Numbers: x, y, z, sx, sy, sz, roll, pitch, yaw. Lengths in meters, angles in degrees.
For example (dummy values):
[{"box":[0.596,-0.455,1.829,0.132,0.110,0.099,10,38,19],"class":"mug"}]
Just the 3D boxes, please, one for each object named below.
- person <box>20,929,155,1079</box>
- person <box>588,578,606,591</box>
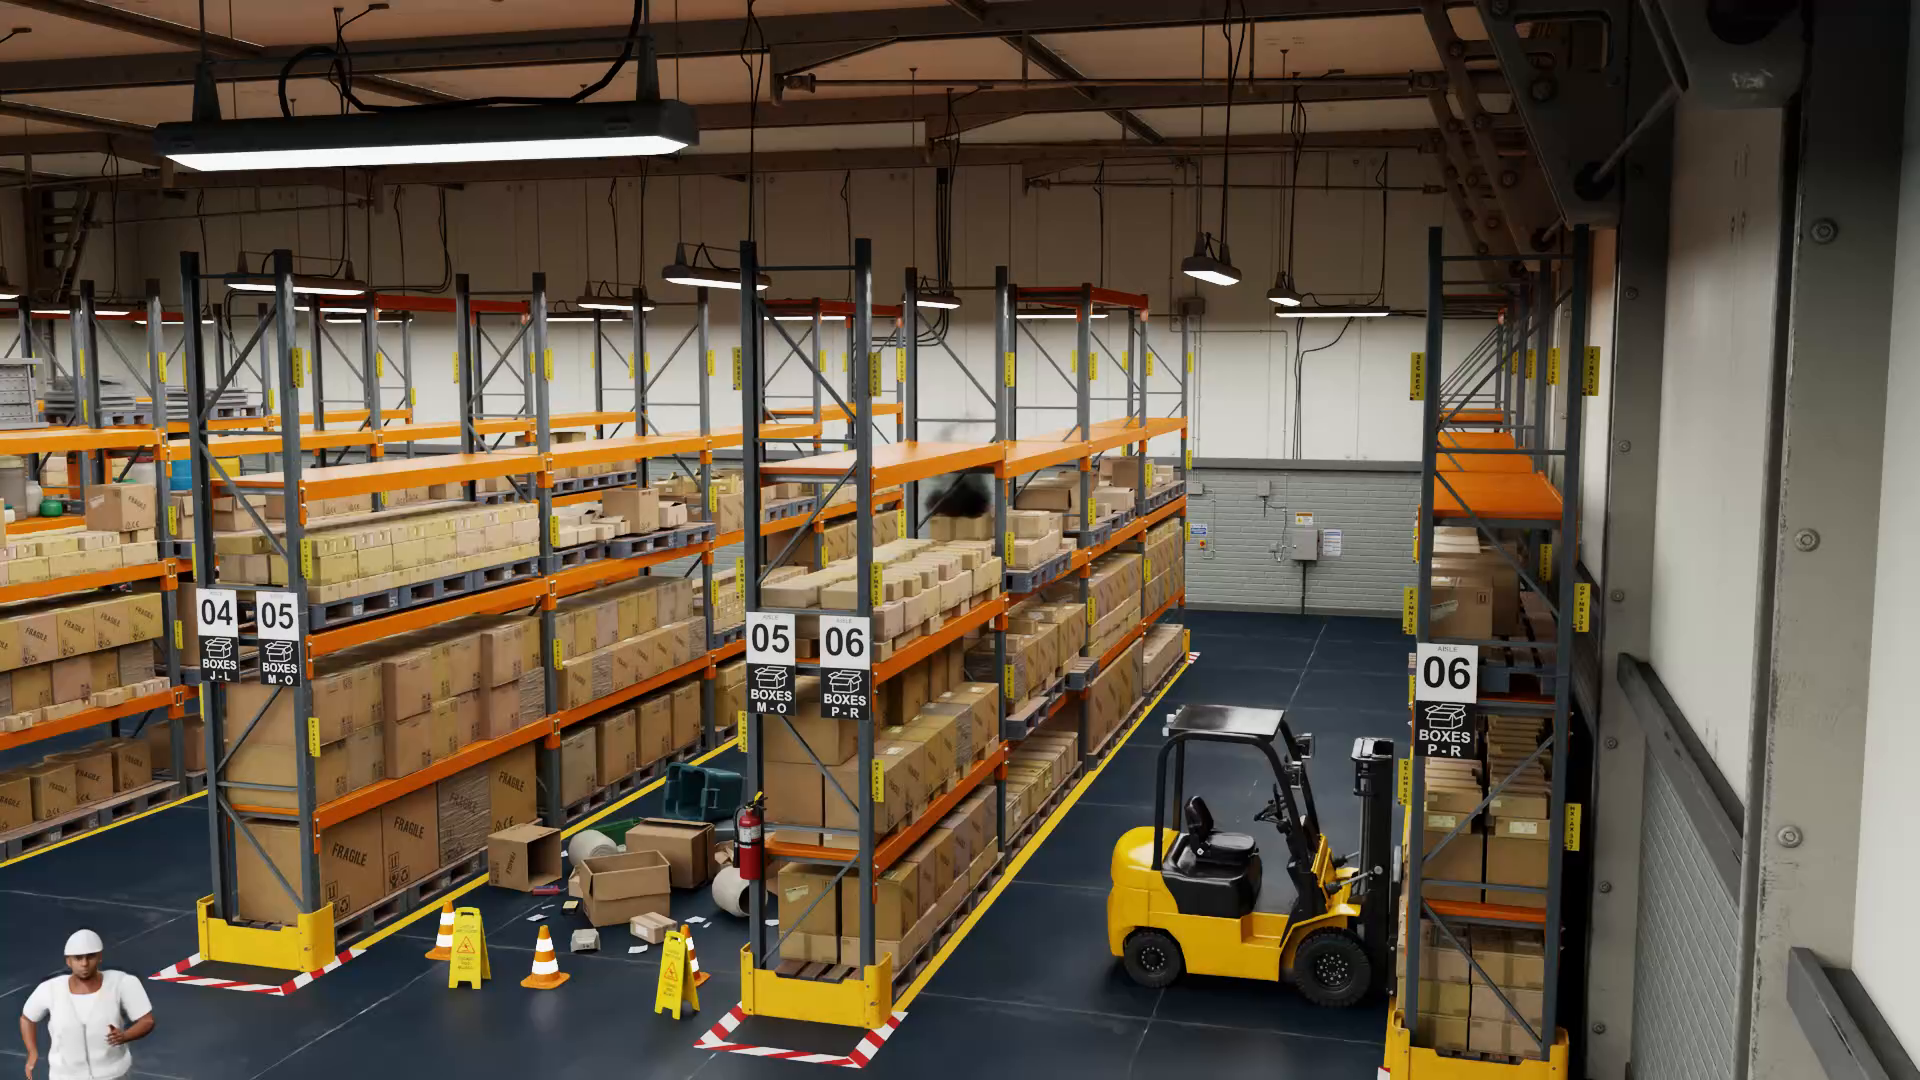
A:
[{"box":[-5.152,3.166,9.852,0.694,1.745,0.992,-4,7,-30],"class":"person"},{"box":[-5.612,1.400,26.093,0.611,1.774,0.893,1,6,9],"class":"person"}]
